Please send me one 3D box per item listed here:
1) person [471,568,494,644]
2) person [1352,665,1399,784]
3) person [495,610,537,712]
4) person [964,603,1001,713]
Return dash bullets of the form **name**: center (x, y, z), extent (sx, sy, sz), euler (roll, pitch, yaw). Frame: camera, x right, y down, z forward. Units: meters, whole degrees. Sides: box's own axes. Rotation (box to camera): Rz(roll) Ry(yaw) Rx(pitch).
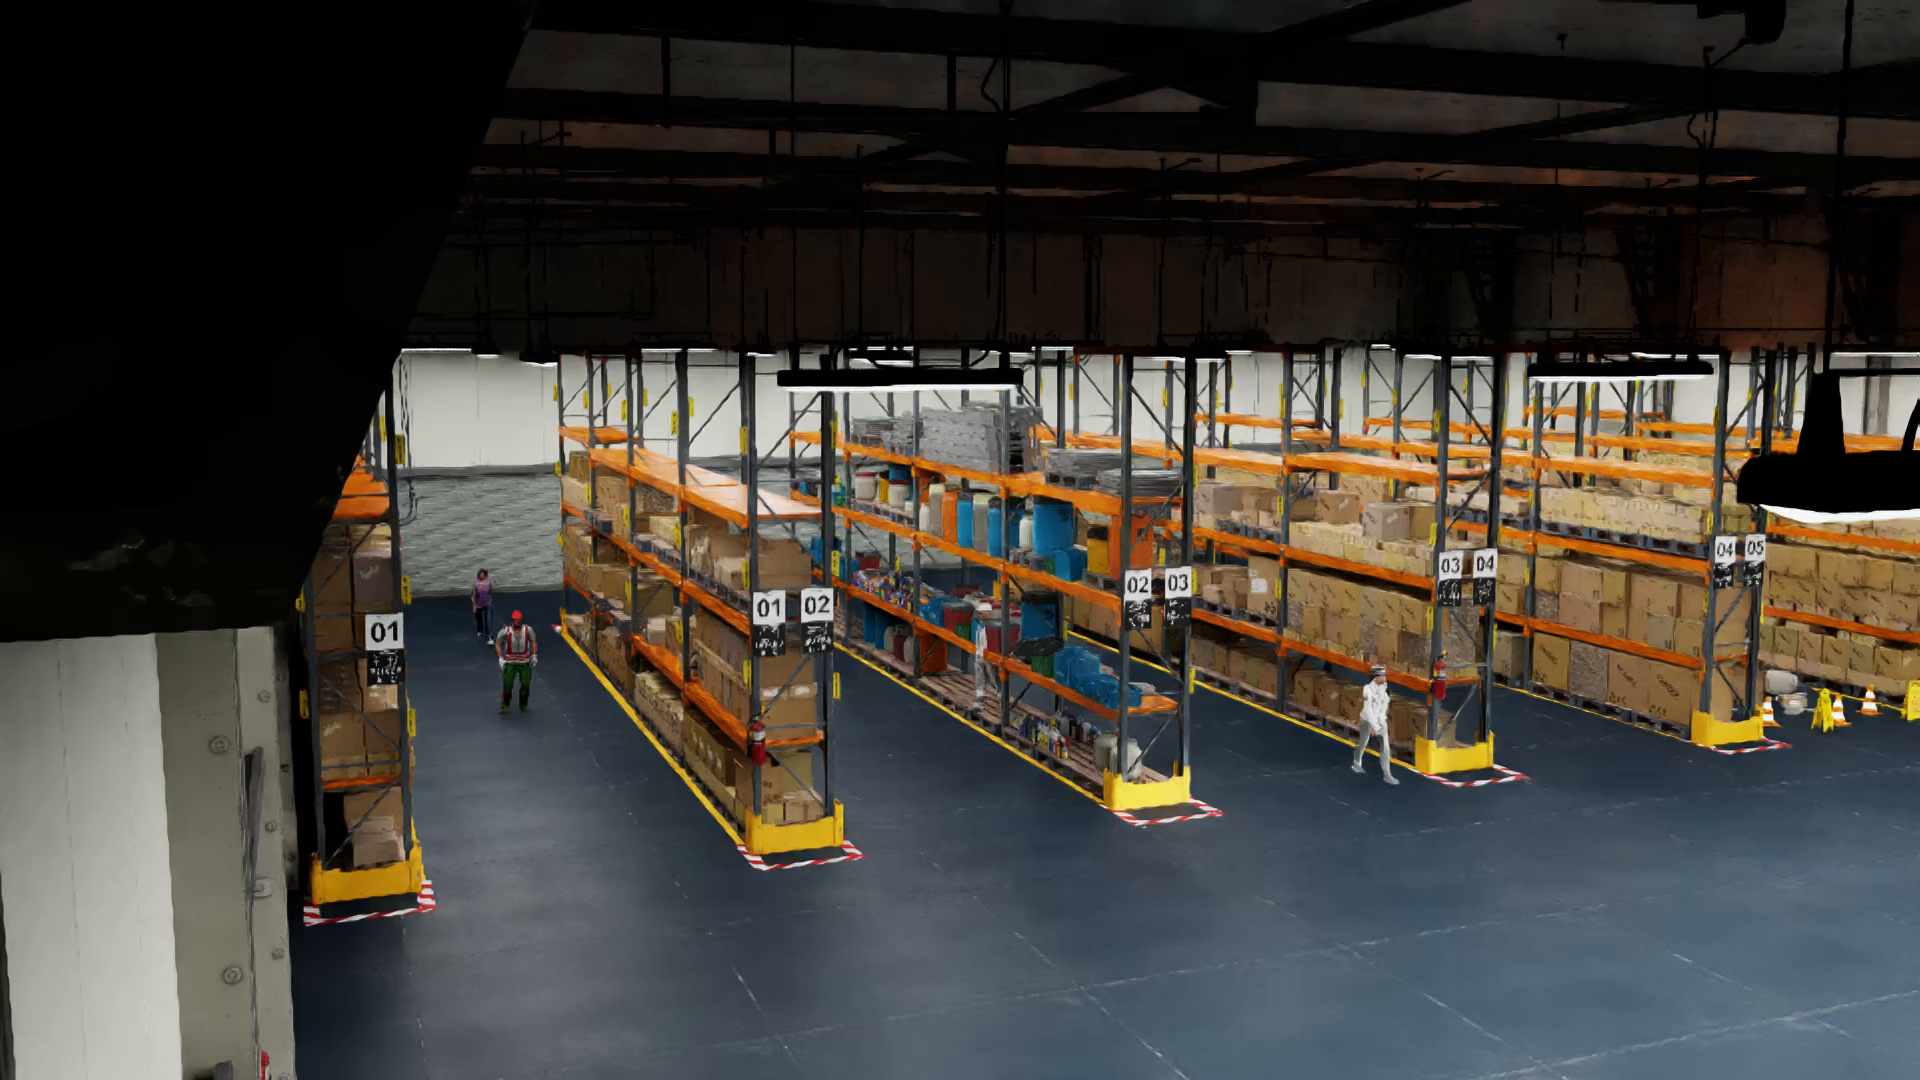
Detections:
- **person**: center (-9.653, 1.303, 33.596), extent (0.417, 1.517, 1.037), euler (-2, 8, -19)
- **person**: center (5.867, 2.540, 23.372), extent (0.482, 1.626, 0.888), euler (-3, 8, -21)
- **person**: center (-7.313, 2.000, 27.416), extent (0.663, 1.742, 0.552), euler (-3, 8, -23)
- **person**: center (0.416, 1.884, 26.501), extent (0.619, 1.790, 0.707), euler (-5, 9, -34)
